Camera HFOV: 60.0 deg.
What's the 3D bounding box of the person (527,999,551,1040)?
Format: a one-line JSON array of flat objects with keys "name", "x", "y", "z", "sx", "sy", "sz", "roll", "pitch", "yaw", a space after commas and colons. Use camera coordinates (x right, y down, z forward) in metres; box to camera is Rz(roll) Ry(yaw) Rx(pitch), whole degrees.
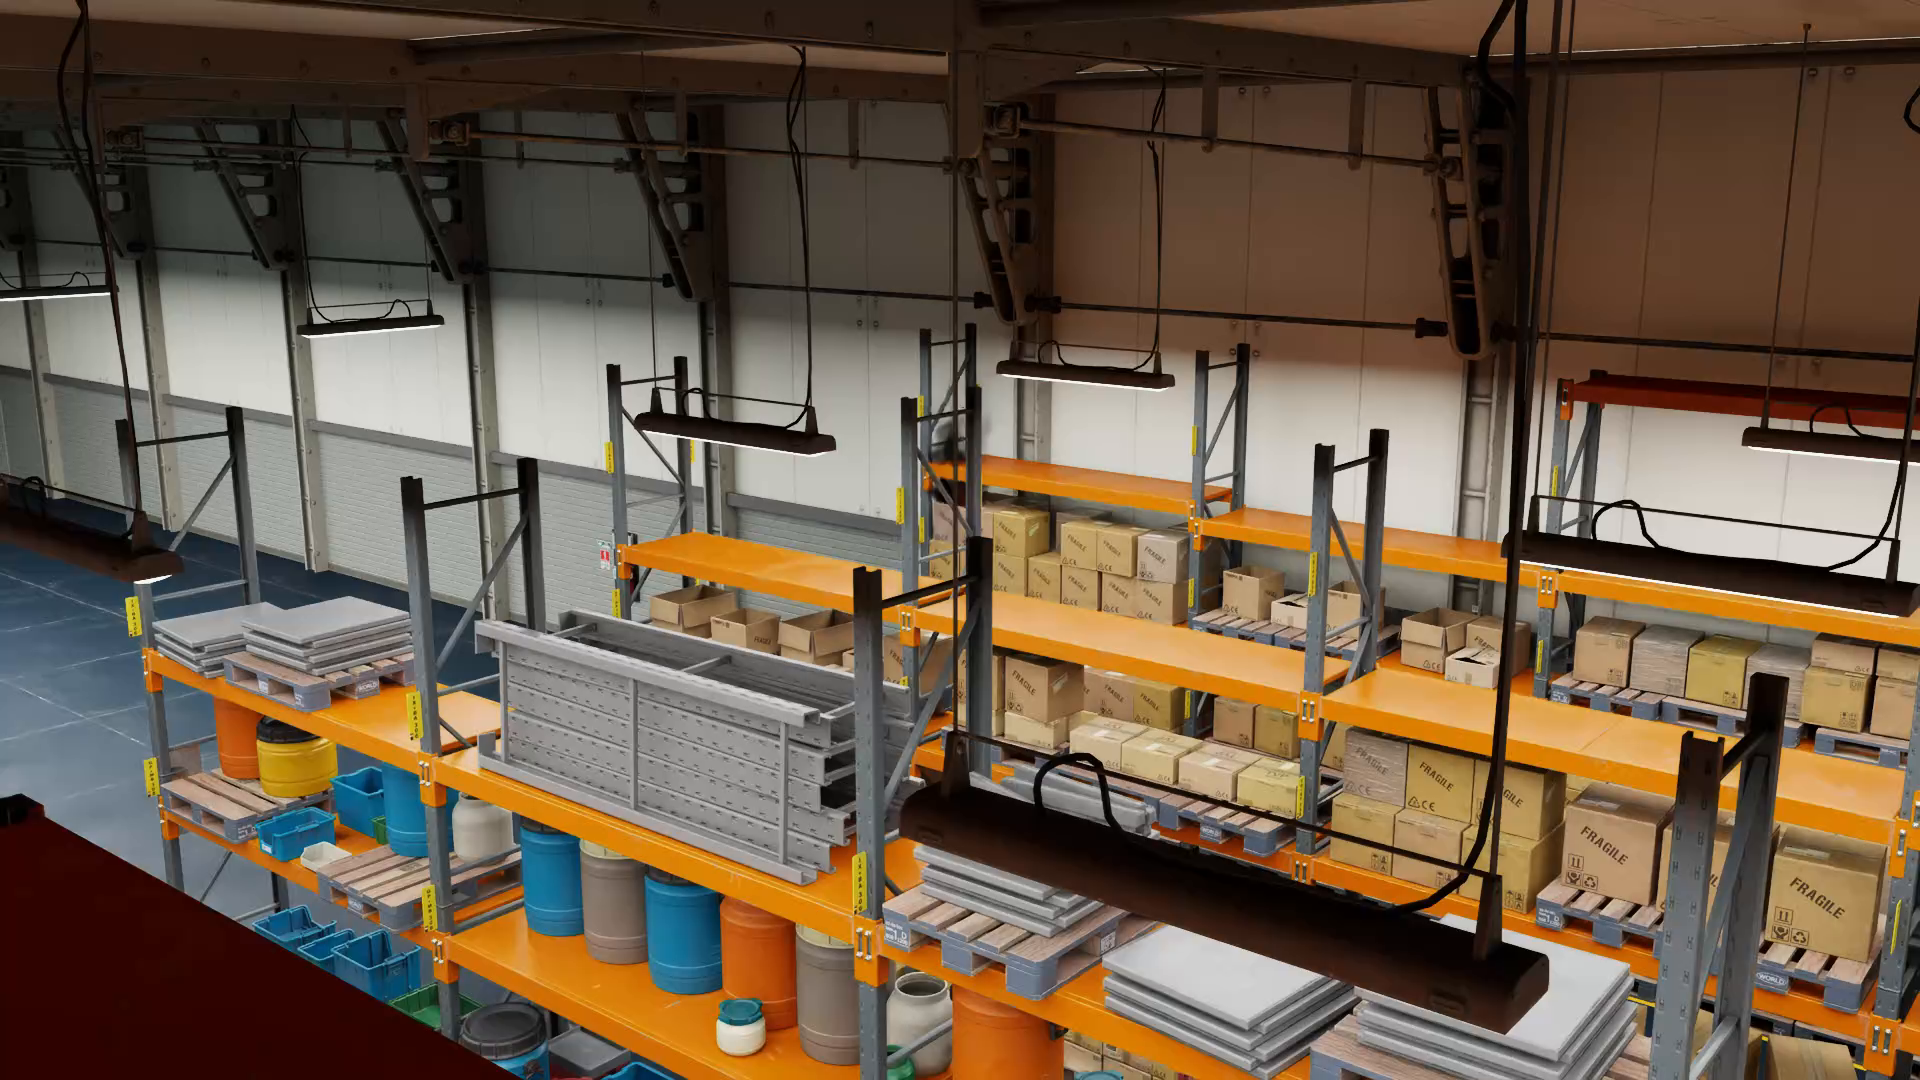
[{"name": "person", "x": -3.706, "y": 3.970, "z": 14.861, "sx": 0.725, "sy": 1.741, "sz": 0.543, "roll": 6, "pitch": 14, "yaw": 23}]
